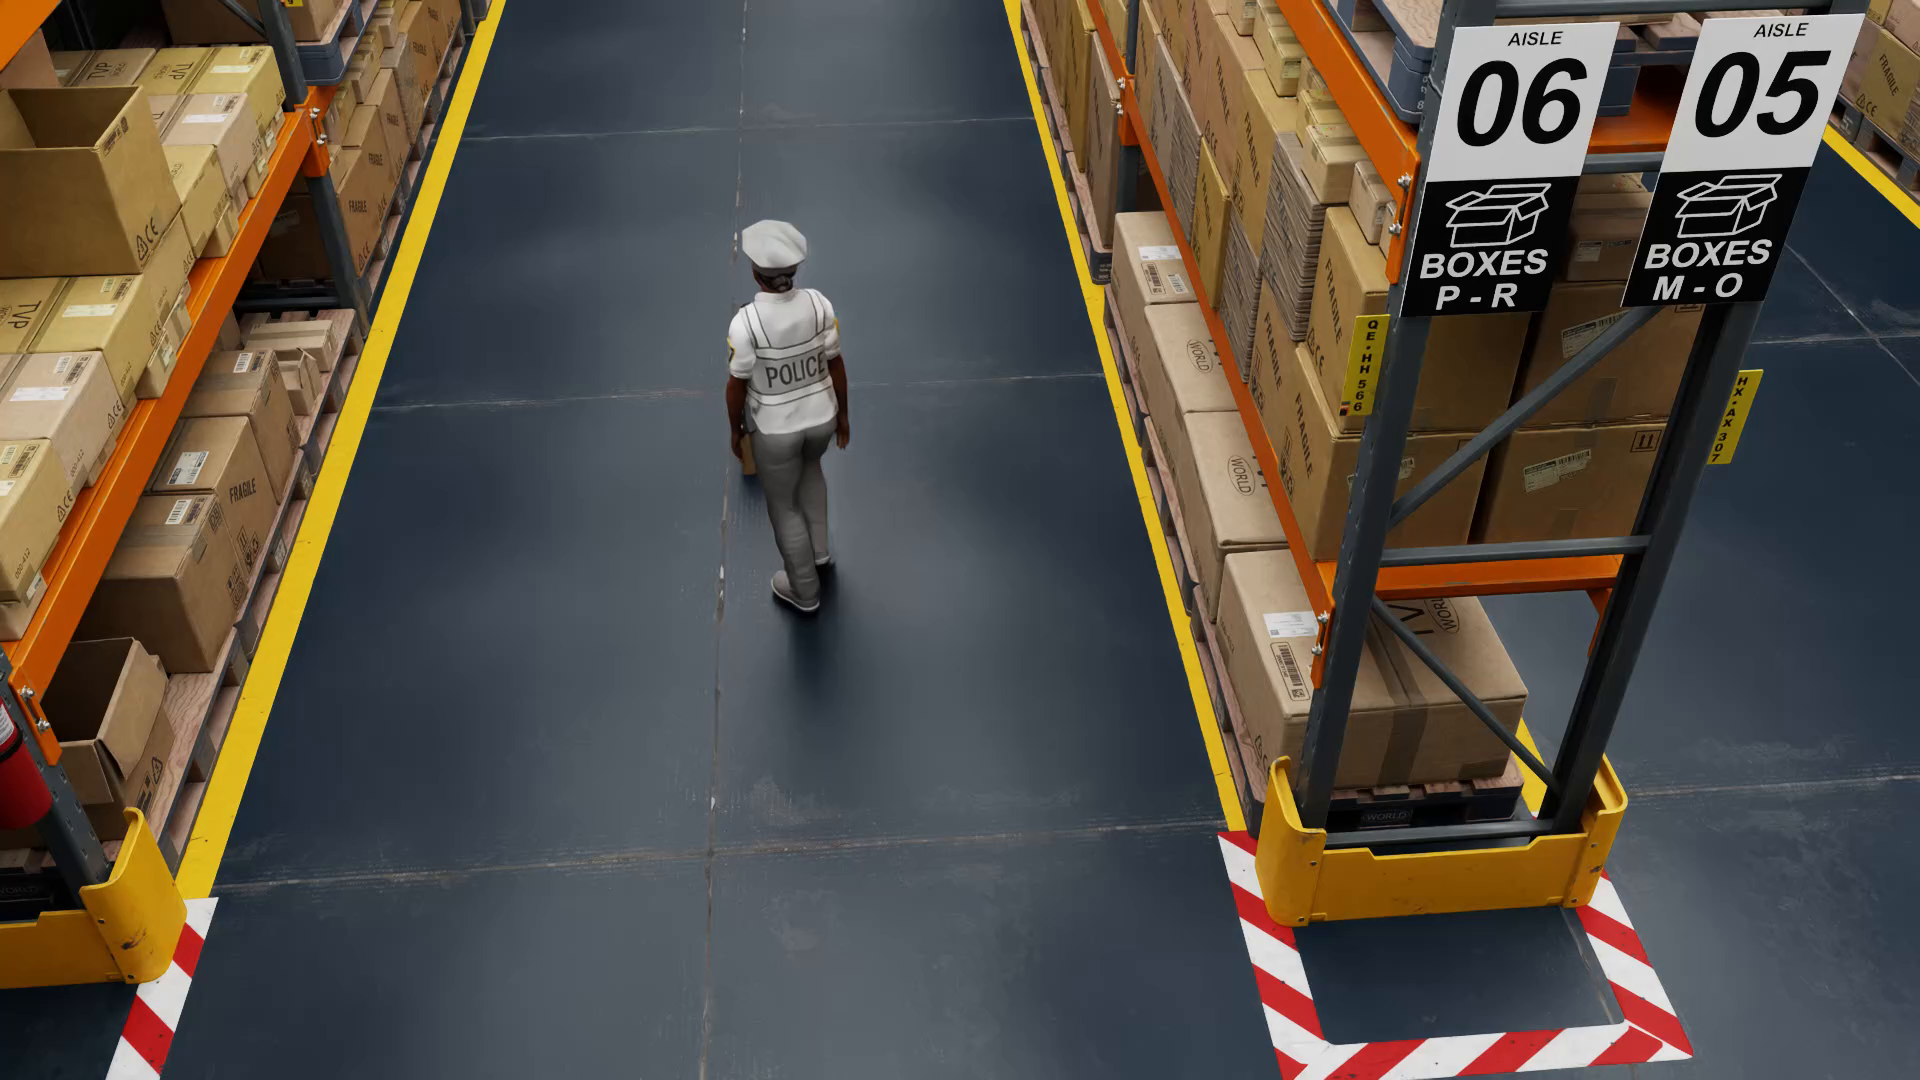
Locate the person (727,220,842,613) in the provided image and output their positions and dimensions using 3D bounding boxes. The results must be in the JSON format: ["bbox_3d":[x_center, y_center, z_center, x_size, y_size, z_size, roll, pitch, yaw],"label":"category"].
[{"bbox_3d":[-0.665,-0.451,6.698,0.429,1.710,0.420,-25,45,-27],"label":"person"}]
